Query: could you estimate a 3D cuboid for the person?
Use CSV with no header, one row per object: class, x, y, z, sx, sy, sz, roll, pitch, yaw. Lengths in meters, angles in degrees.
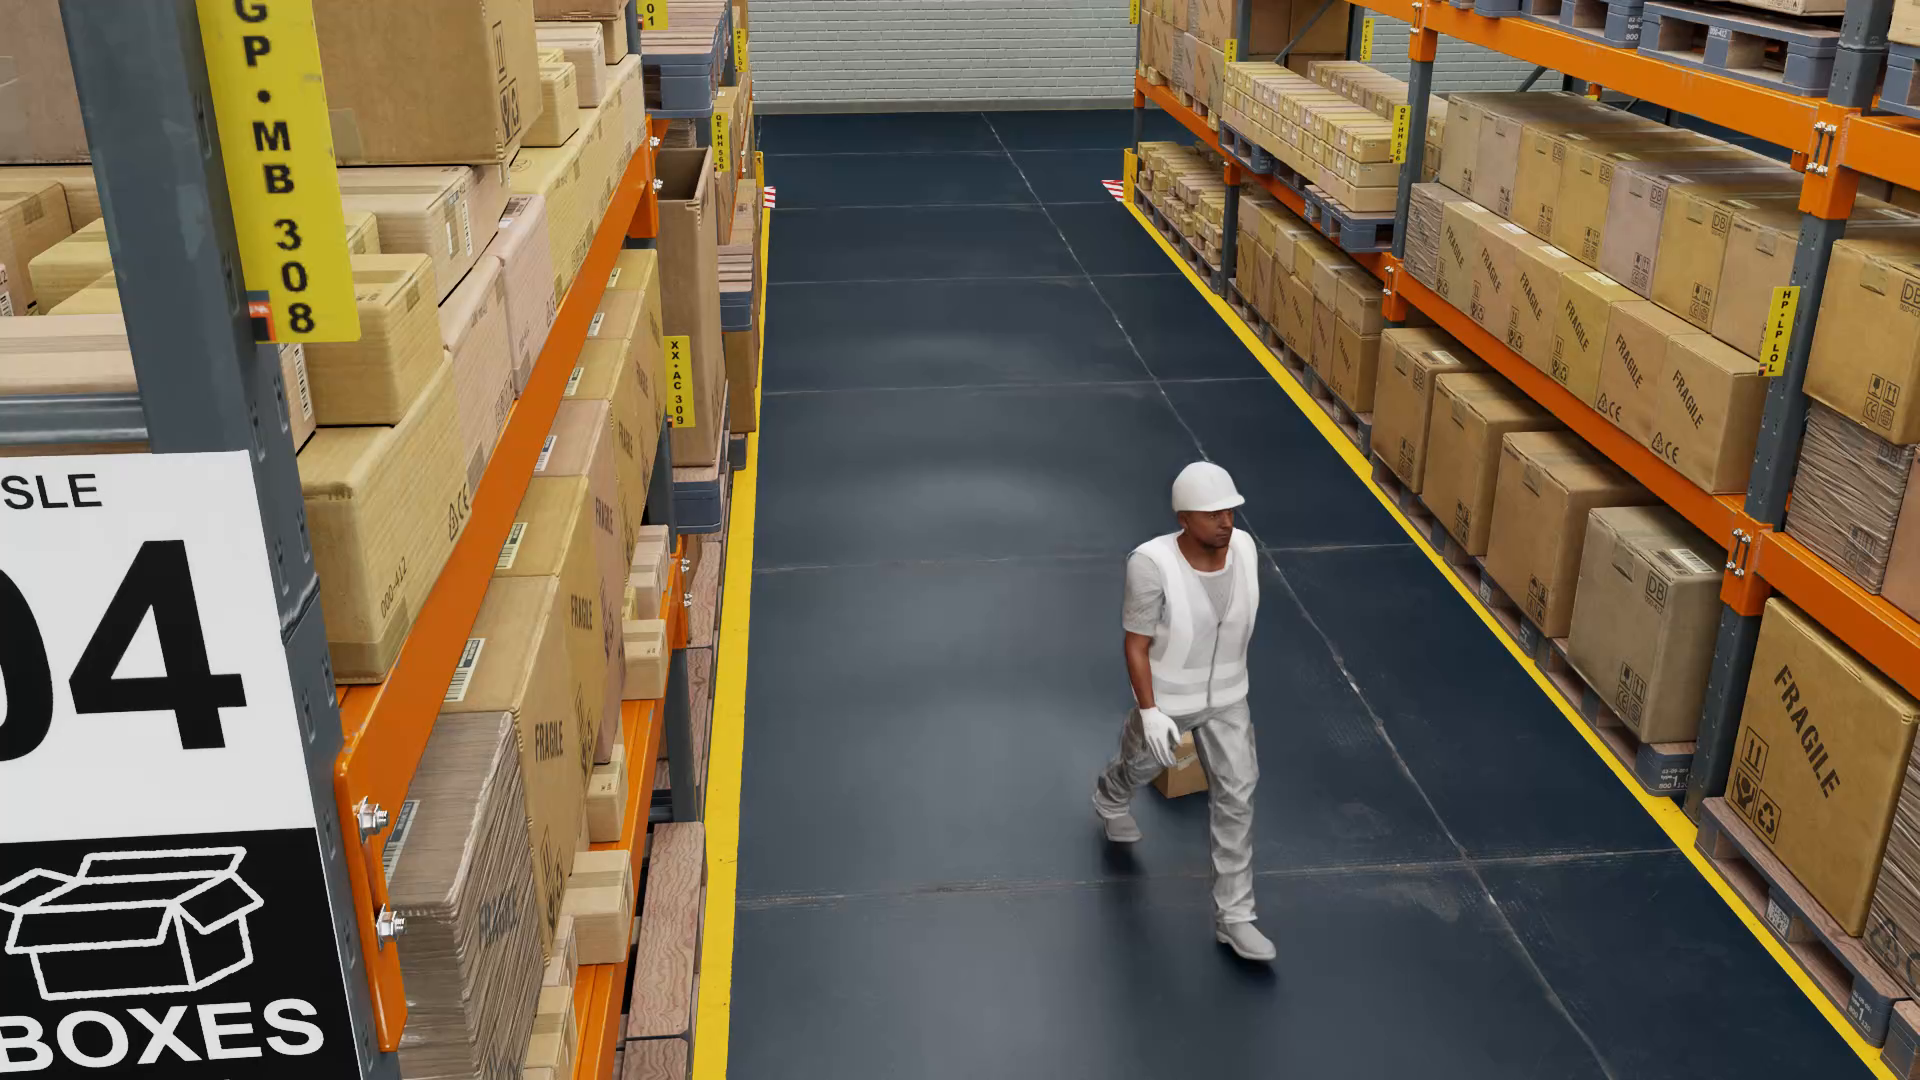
person,0.807,0.537,5.866,0.542,1.740,1.083,-8,25,-17
